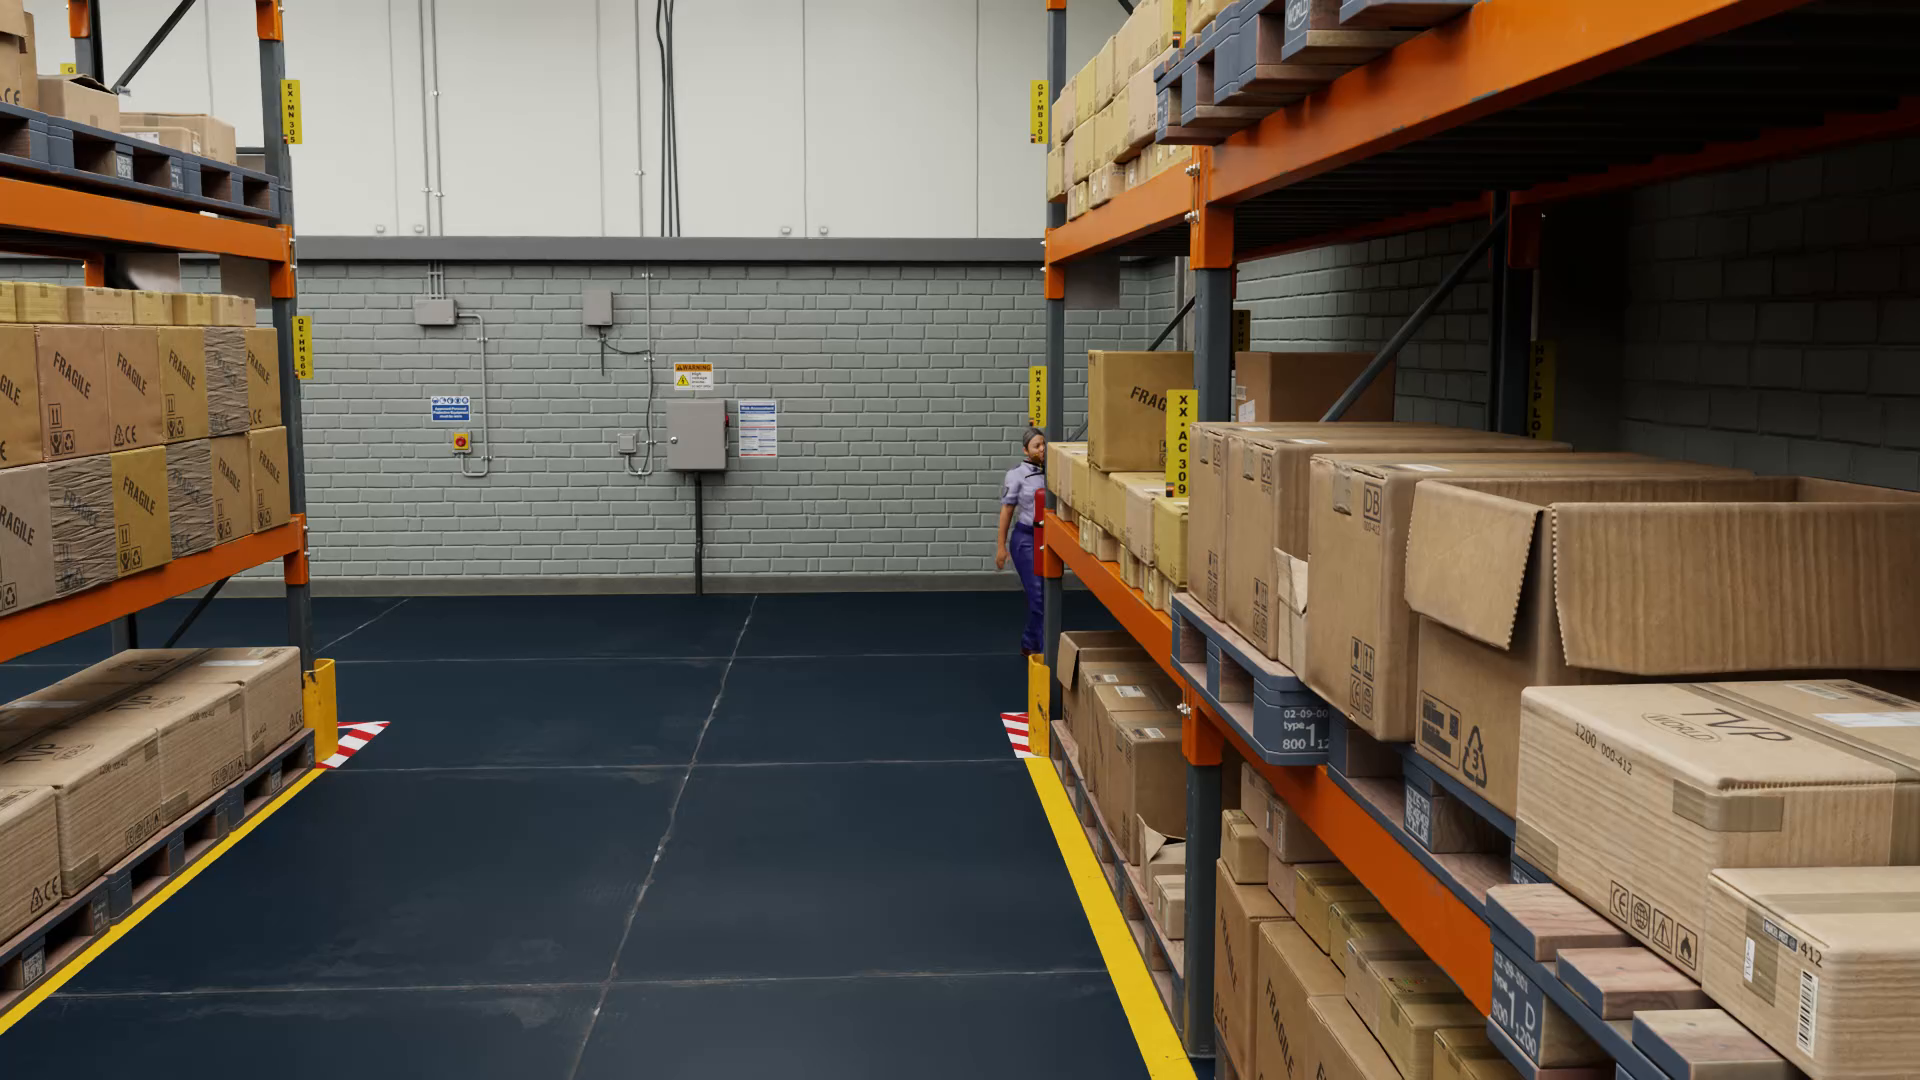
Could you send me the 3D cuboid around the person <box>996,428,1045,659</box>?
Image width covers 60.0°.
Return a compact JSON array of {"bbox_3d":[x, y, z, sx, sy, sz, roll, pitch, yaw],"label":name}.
[{"bbox_3d":[0.628,0.069,11.267,0.530,1.612,0.794,-5,8,-34],"label":"person"}]
